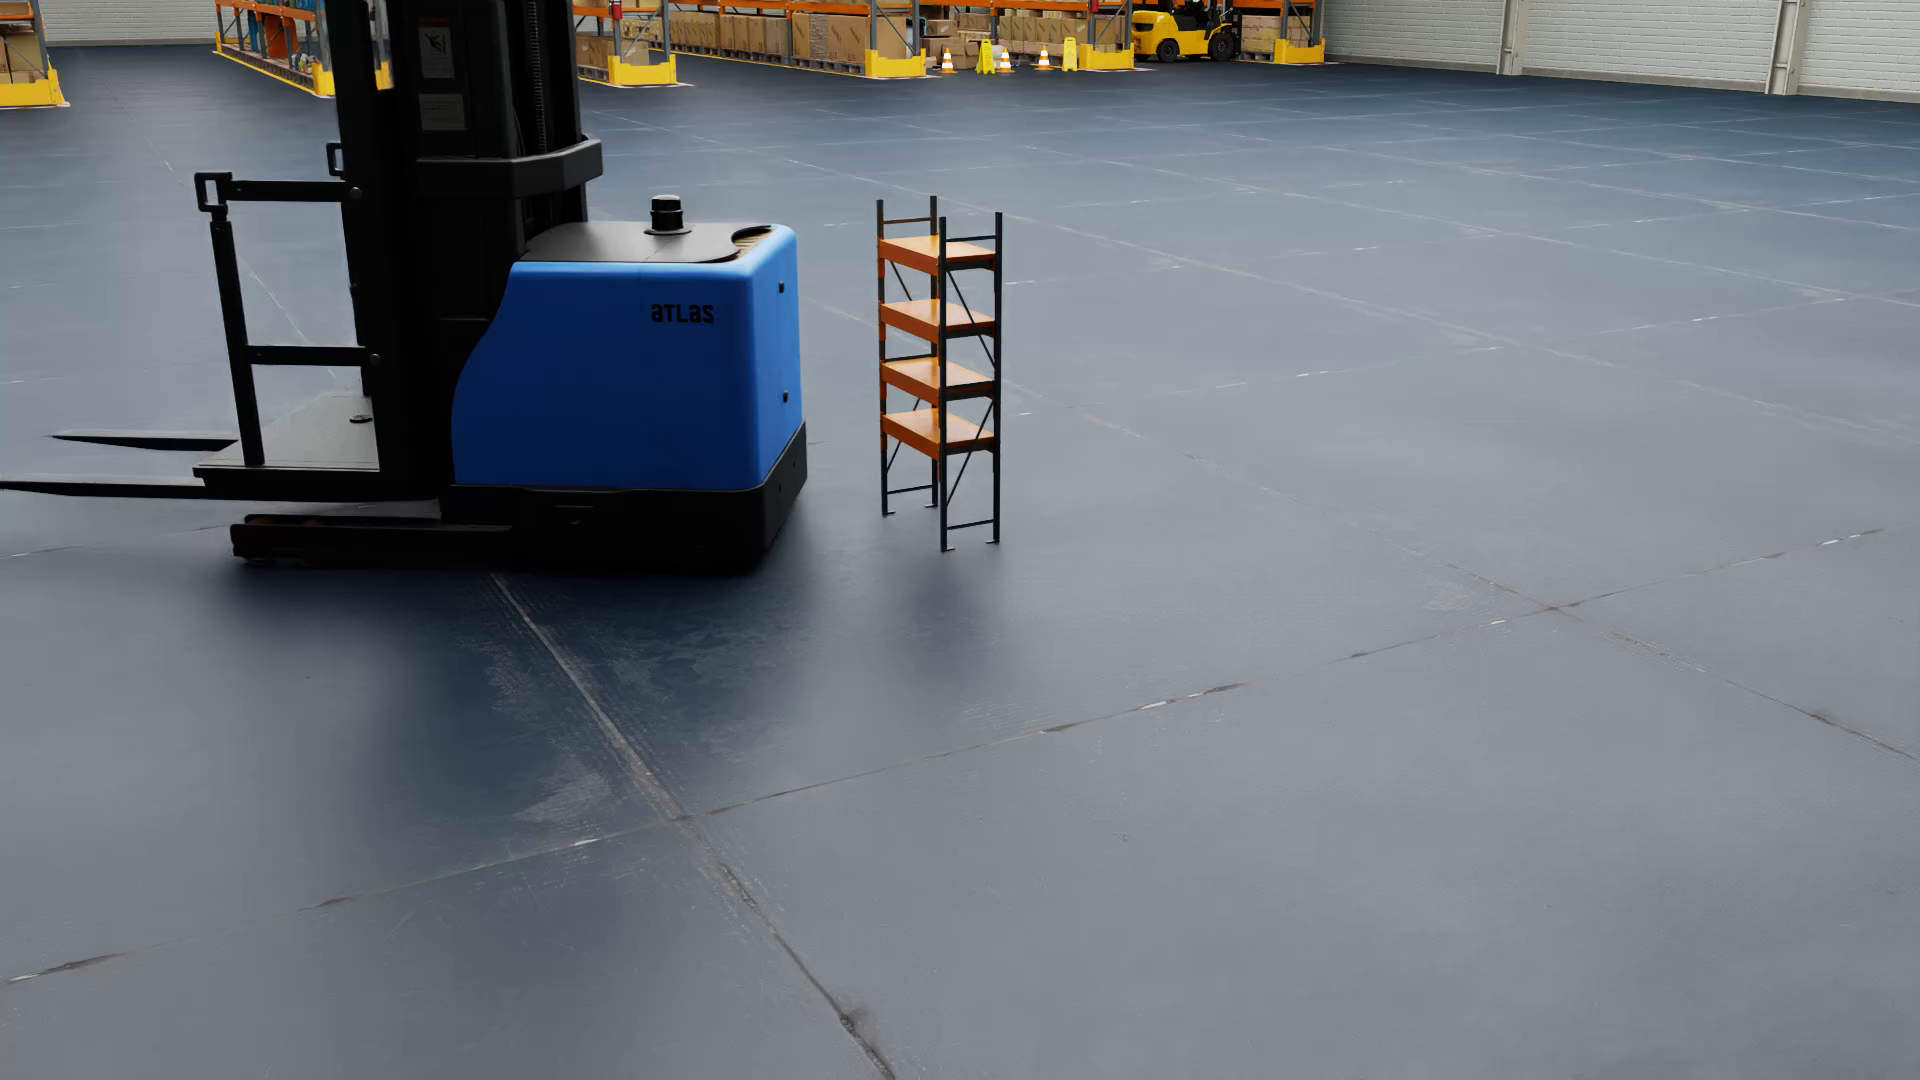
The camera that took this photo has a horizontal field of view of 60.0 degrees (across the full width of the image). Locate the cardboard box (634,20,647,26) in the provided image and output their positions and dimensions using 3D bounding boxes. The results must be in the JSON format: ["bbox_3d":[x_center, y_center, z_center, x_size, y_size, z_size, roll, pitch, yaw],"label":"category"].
[{"bbox_3d":[-8.336,-13.569,43.672,0.380,0.149,0.250,-9,21,-25],"label":"cardboard box"}]

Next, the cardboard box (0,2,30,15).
[{"bbox_3d":[-14.589,-8.250,25.288,0.700,0.500,0.500,-10,21,-27],"label":"cardboard box"}]

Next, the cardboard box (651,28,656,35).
[{"bbox_3d":[-7.655,-12.967,42.382,0.380,0.149,0.250,-11,22,-29],"label":"cardboard box"}]

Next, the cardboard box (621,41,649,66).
[{"bbox_3d":[-5.940,-8.799,30.221,0.500,0.500,0.500,-6,20,-17],"label":"cardboard box"}]

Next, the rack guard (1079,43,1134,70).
[{"bbox_3d":[3.027,-9.975,34.274,1.175,0.500,0.348,-10,21,-27],"label":"rack guard"}]

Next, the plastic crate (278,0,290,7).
[{"bbox_3d":[-12.416,-10.103,30.714,0.402,0.464,0.583,-10,21,-27],"label":"plastic crate"}]

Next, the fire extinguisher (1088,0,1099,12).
[{"bbox_3d":[2.712,-10.994,33.513,0.296,0.674,0.183,-10,21,-27],"label":"fire extinguisher"}]

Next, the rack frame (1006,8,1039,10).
[{"bbox_3d":[1.731,-15.350,46.017,1.000,3.000,0.127,-10,21,-27],"label":"rack frame"}]

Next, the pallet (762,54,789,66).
[{"bbox_3d":[-3.578,-10.379,35.887,1.003,0.211,1.213,-10,21,-27],"label":"pallet"}]

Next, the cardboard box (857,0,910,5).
[{"bbox_3d":[-1.462,-10.510,31.761,0.875,0.550,0.550,-10,21,-27],"label":"cardboard box"}]

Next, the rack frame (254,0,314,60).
[{"bbox_3d":[-13.816,-11.130,33.786,1.000,3.000,0.127,-10,21,-27],"label":"rack frame"}]

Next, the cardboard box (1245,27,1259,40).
[{"bbox_3d":[6.695,-11.277,37.019,0.500,0.250,0.500,-10,22,-27],"label":"cardboard box"}]

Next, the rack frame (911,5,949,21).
[{"bbox_3d":[-0.736,-13.432,40.458,1.000,3.000,0.127,-10,21,-27],"label":"rack frame"}]

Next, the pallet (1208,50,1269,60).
[{"bbox_3d":[6.454,-11.150,38.120,1.003,0.211,1.213,-10,21,-27],"label":"pallet"}]

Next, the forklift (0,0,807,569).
[{"bbox_3d":[-2.151,-1.462,5.876,3.031,2.935,1.130,1,19,4],"label":"forklift"}]

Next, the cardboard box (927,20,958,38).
[{"bbox_3d":[-0.389,-11.175,36.591,0.500,0.500,0.500,-10,21,-27],"label":"cardboard box"}]

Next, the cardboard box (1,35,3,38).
[{"bbox_3d":[-15.383,-7.713,26.306,0.500,0.500,0.500,-10,21,-27],"label":"cardboard box"}]

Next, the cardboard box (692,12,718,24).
[{"bbox_3d":[-6.077,-12.455,39.665,0.500,0.250,0.500,-9,21,-25],"label":"cardboard box"}]

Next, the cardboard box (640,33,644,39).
[{"bbox_3d":[-8.130,-13.141,43.344,0.380,0.149,0.250,-10,21,-27],"label":"cardboard box"}]

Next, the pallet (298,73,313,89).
[{"bbox_3d":[-11.051,-8.113,29.320,1.003,0.211,1.213,-10,21,-27],"label":"pallet"}]

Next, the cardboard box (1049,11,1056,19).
[{"bbox_3d":[2.103,-11.052,34.990,0.380,0.149,0.250,-10,21,-26],"label":"cardboard box"}]

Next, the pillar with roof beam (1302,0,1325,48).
[{"bbox_3d":[4.103,-14.414,34.107,9.100,9.000,0.400,-10,21,-27],"label":"pillar with roof beam"}]

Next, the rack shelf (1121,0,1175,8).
[{"bbox_3d":[4.580,-13.287,41.143,1.077,0.370,4.000,-10,21,-27],"label":"rack shelf"}]

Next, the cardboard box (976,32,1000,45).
[{"bbox_3d":[0.912,-11.390,37.926,0.950,0.372,0.625,-10,21,-26],"label":"cardboard box"}]

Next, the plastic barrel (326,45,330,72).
[{"bbox_3d":[-10.635,-8.176,28.399,0.421,0.512,0.421,0,19,0],"label":"plastic barrel"}]

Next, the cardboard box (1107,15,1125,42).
[{"bbox_3d":[4.232,-12.910,41.943,0.875,0.625,0.625,-9,21,-25],"label":"cardboard box"}]

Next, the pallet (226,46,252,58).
[{"bbox_3d":[-16.682,-11.515,39.179,1.003,0.211,1.213,-10,21,-27],"label":"pallet"}]

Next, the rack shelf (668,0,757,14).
[{"bbox_3d":[-5.994,-12.870,39.933,1.077,0.370,4.000,-10,21,-27],"label":"rack shelf"}]

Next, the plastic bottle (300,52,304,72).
[{"bbox_3d":[-11.607,-8.465,29.451,0.144,0.351,0.185,-10,21,-27],"label":"plastic bottle"}]

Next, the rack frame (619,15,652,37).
[{"bbox_3d":[-8.843,-14.933,44.807,1.000,3.000,0.127,-10,21,-27],"label":"rack frame"}]

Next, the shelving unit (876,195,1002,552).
[{"bbox_3d":[-0.079,-0.615,6.073,0.258,1.200,0.503,-10,21,-27],"label":"shelving unit"}]

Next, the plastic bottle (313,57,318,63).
[{"bbox_3d":[-11.278,-8.309,29.104,0.061,0.283,0.133,-10,21,-27],"label":"plastic bottle"}]

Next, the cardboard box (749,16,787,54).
[{"bbox_3d":[-3.974,-11.065,36.403,1.050,0.750,0.750,-10,21,-27],"label":"cardboard box"}]

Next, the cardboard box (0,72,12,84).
[{"bbox_3d":[-14.893,-7.074,25.604,0.500,0.250,0.500,-10,21,-27],"label":"cardboard box"}]

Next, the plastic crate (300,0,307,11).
[{"bbox_3d":[-10.822,-9.047,27.980,0.499,0.251,0.408,-10,21,-27],"label":"plastic crate"}]

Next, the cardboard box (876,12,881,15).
[{"bbox_3d":[-1.835,-13.350,42.836,0.875,0.875,0.875,-9,21,-25],"label":"cardboard box"}]

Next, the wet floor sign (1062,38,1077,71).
[{"bbox_3d":[2.211,-9.802,33.548,0.267,0.644,0.232,-3,19,-8],"label":"wet floor sign"}]

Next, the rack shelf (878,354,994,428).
[{"bbox_3d":[-0.079,-0.551,6.095,0.258,0.148,0.480,-10,21,-27],"label":"rack shelf"}]

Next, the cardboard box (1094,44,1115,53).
[{"bbox_3d":[2.923,-10.308,34.978,0.500,0.250,0.500,-10,21,-27],"label":"cardboard box"}]

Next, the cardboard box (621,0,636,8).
[{"bbox_3d":[-5.976,-9.531,29.540,0.380,0.149,0.250,-10,21,-27],"label":"cardboard box"}]

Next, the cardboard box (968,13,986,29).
[{"bbox_3d":[0.573,-14.906,47.919,0.500,0.500,0.500,-10,21,-26],"label":"cardboard box"}]

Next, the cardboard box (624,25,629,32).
[{"bbox_3d":[-8.740,-13.646,44.351,0.380,0.149,0.250,-10,21,-27],"label":"cardboard box"}]

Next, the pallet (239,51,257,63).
[{"bbox_3d":[-15.386,-10.732,36.908,1.003,0.211,1.213,-10,21,-27],"label":"pallet"}]

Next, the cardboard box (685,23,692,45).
[{"bbox_3d":[-6.313,-12.248,40.216,0.500,0.500,0.500,-10,21,-26],"label":"cardboard box"}]
